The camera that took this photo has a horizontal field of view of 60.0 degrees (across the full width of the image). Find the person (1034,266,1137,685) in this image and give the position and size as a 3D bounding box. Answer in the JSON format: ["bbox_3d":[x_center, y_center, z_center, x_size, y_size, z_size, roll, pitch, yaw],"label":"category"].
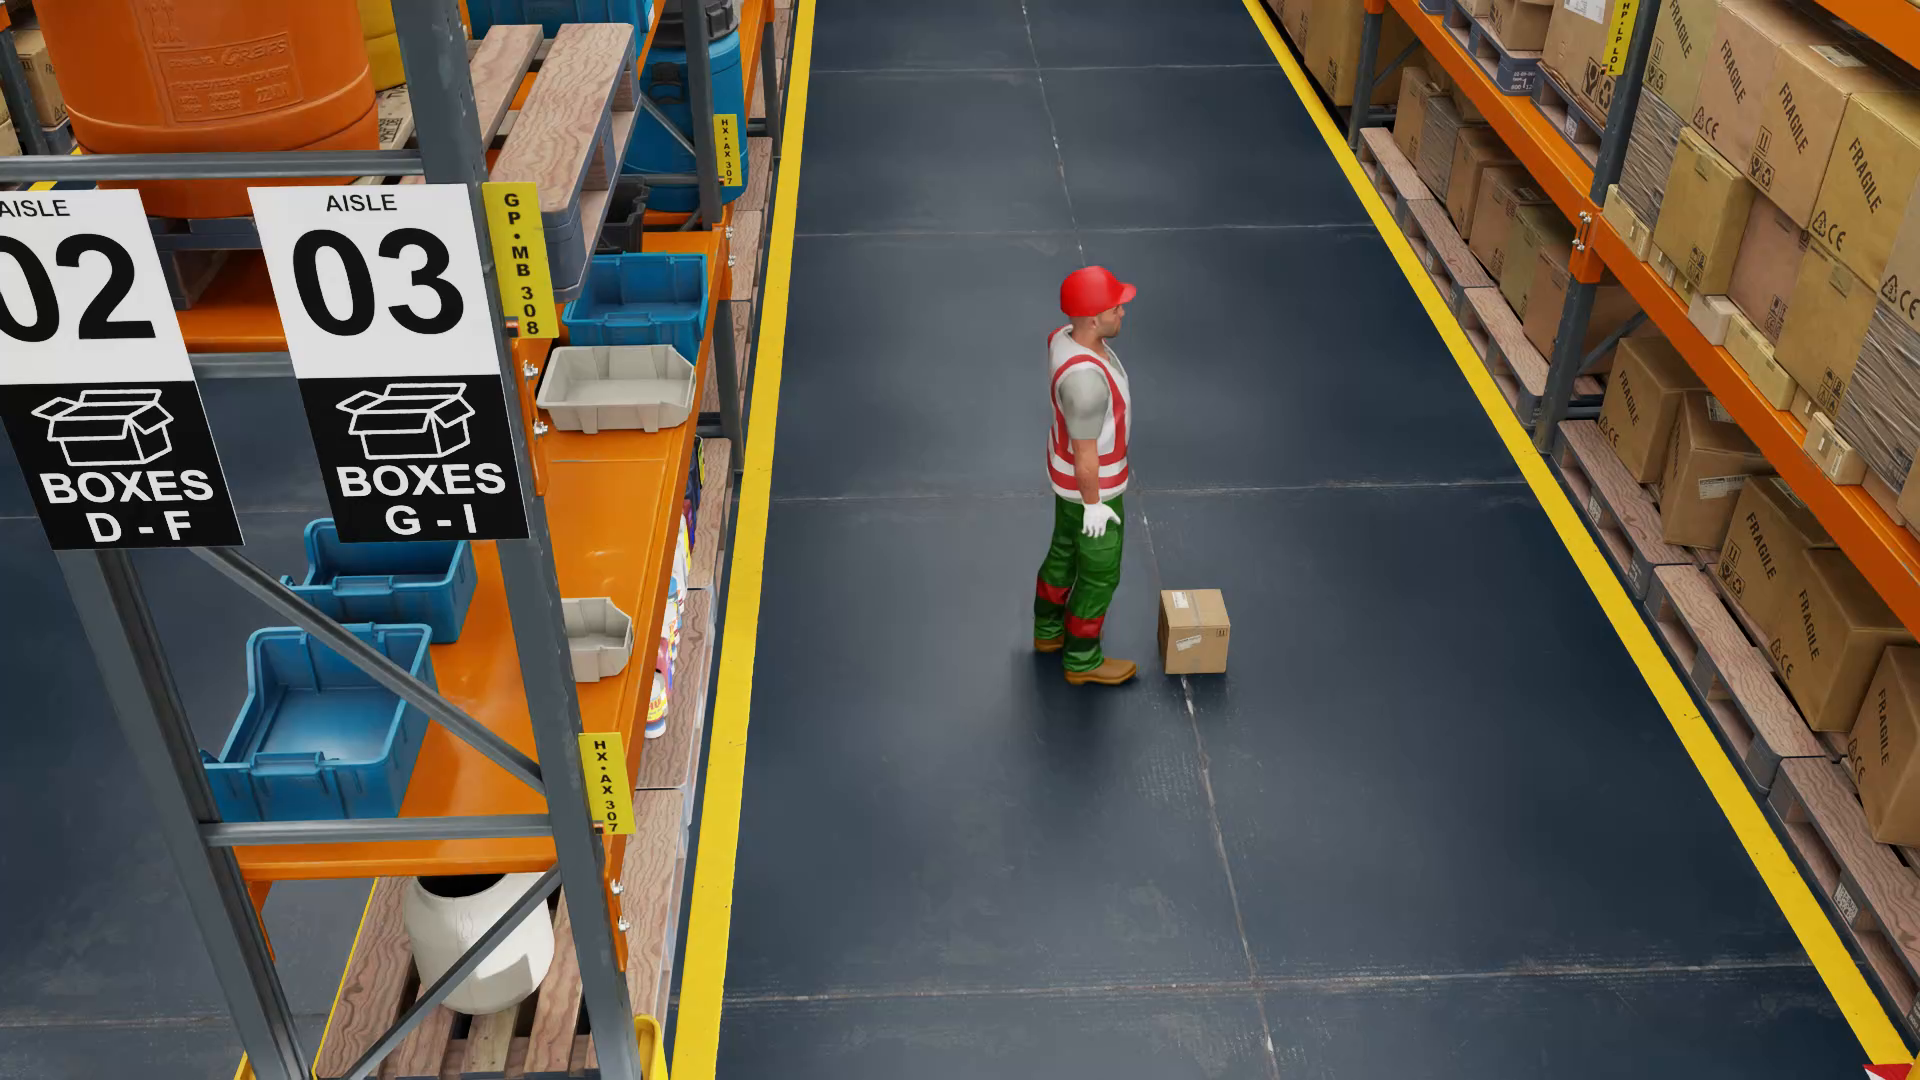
[{"bbox_3d":[0.519,-0.236,6.468,0.416,1.796,0.523,-1,35,-1],"label":"person"}]
